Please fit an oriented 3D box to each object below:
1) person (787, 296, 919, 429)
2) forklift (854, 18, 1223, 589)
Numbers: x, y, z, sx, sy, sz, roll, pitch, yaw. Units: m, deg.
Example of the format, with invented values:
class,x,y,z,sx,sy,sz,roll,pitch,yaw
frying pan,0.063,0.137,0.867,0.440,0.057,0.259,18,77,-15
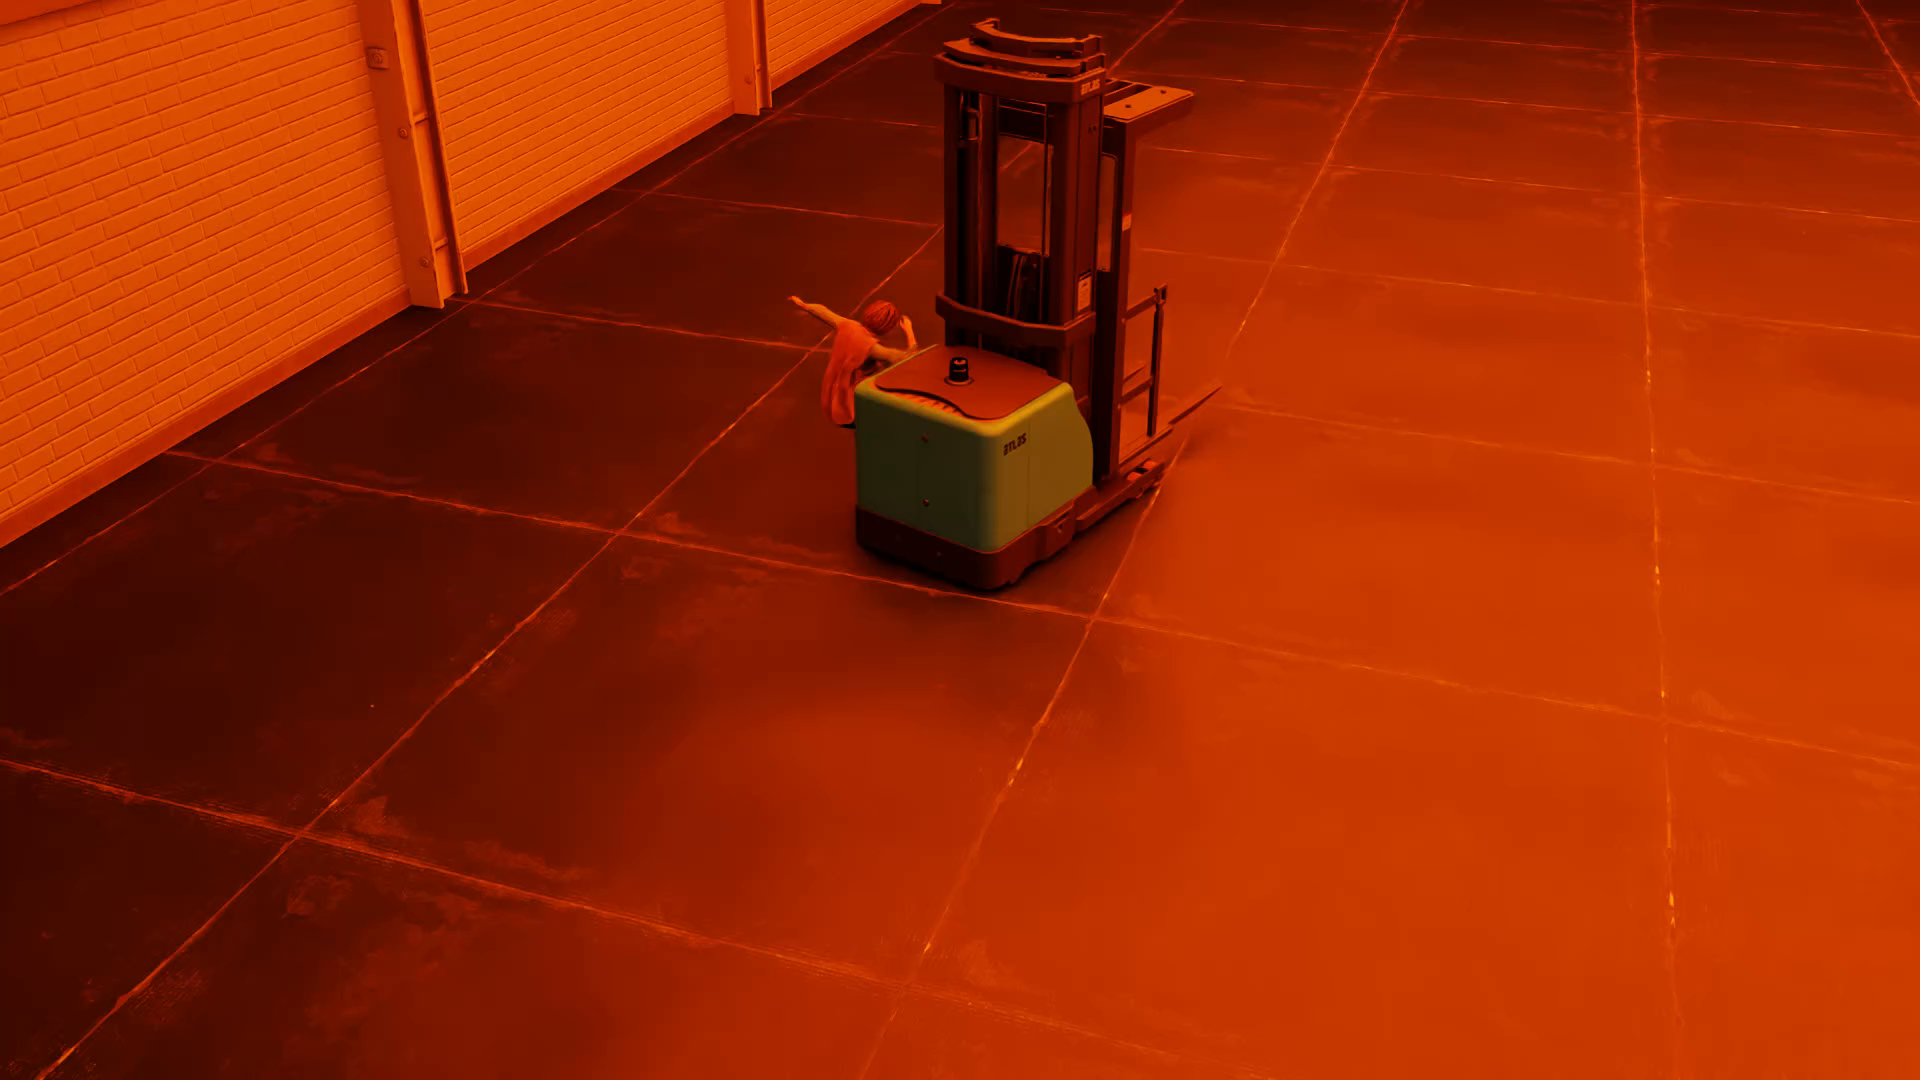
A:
class,x,y,z,sx,sy,sz,roll,pitch,yaw
person,-0.598,-0.962,10.434,0.638,1.227,1.223,-14,33,-23
forklift,0.658,-1.666,10.059,1.130,2.935,3.031,20,35,31
